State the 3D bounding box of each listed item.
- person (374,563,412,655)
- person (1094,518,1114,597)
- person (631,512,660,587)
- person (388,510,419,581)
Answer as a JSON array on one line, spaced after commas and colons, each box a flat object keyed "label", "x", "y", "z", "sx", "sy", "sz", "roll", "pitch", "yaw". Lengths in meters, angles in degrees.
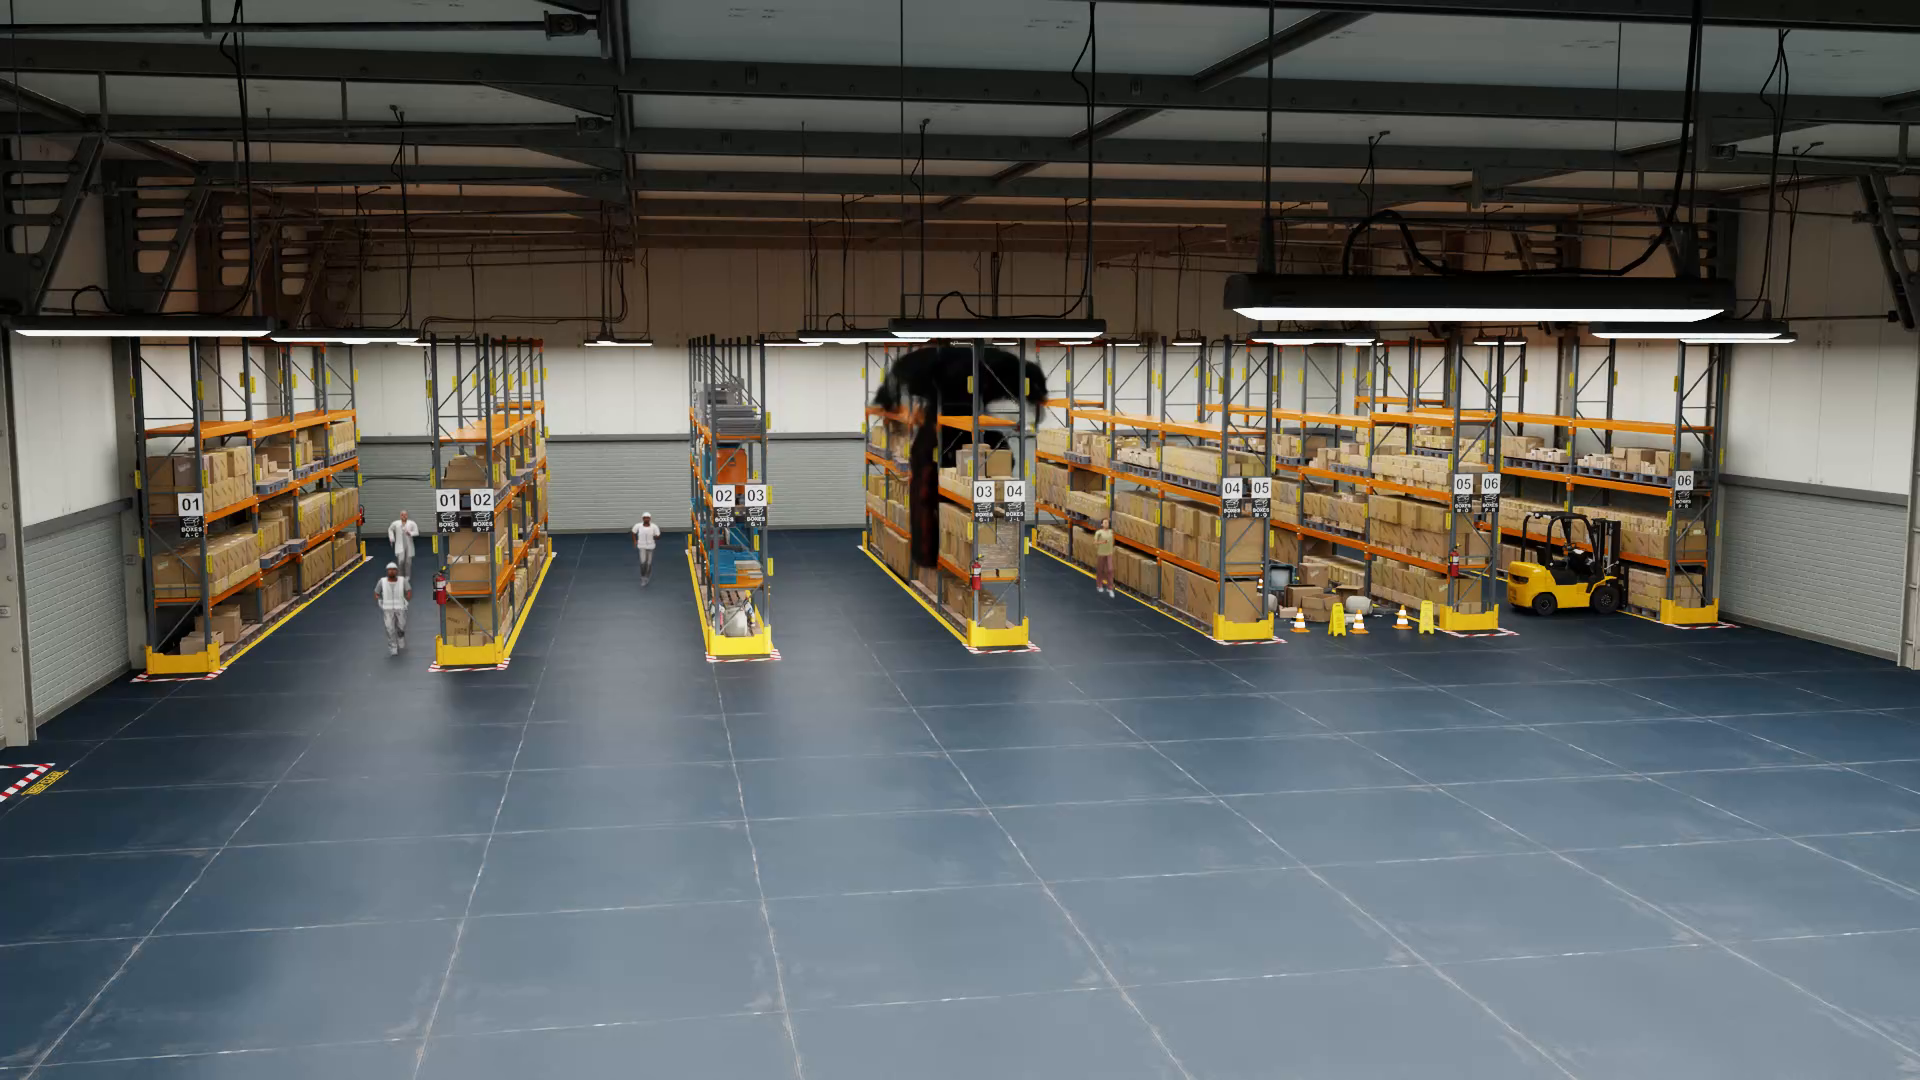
[{"label": "person", "x": -10.638, "y": 1.289, "z": 31.219, "sx": 0.678, "sy": 1.733, "sz": 0.620, "roll": -2, "pitch": 7, "yaw": -19}, {"label": "person", "x": 3.222, "y": 0.370, "z": 36.925, "sx": 0.562, "sy": 1.744, "sz": 0.690, "roll": -2, "pitch": 7, "yaw": -16}, {"label": "person", "x": -7.616, "y": 0.228, "z": 40.430, "sx": 0.672, "sy": 1.824, "sz": 0.766, "roll": -2, "pitch": 7, "yaw": -18}, {"label": "person", "x": -13.557, "y": 0.200, "z": 40.583, "sx": 0.672, "sy": 1.851, "sz": 0.835, "roll": -3, "pitch": 7, "yaw": -25}]
